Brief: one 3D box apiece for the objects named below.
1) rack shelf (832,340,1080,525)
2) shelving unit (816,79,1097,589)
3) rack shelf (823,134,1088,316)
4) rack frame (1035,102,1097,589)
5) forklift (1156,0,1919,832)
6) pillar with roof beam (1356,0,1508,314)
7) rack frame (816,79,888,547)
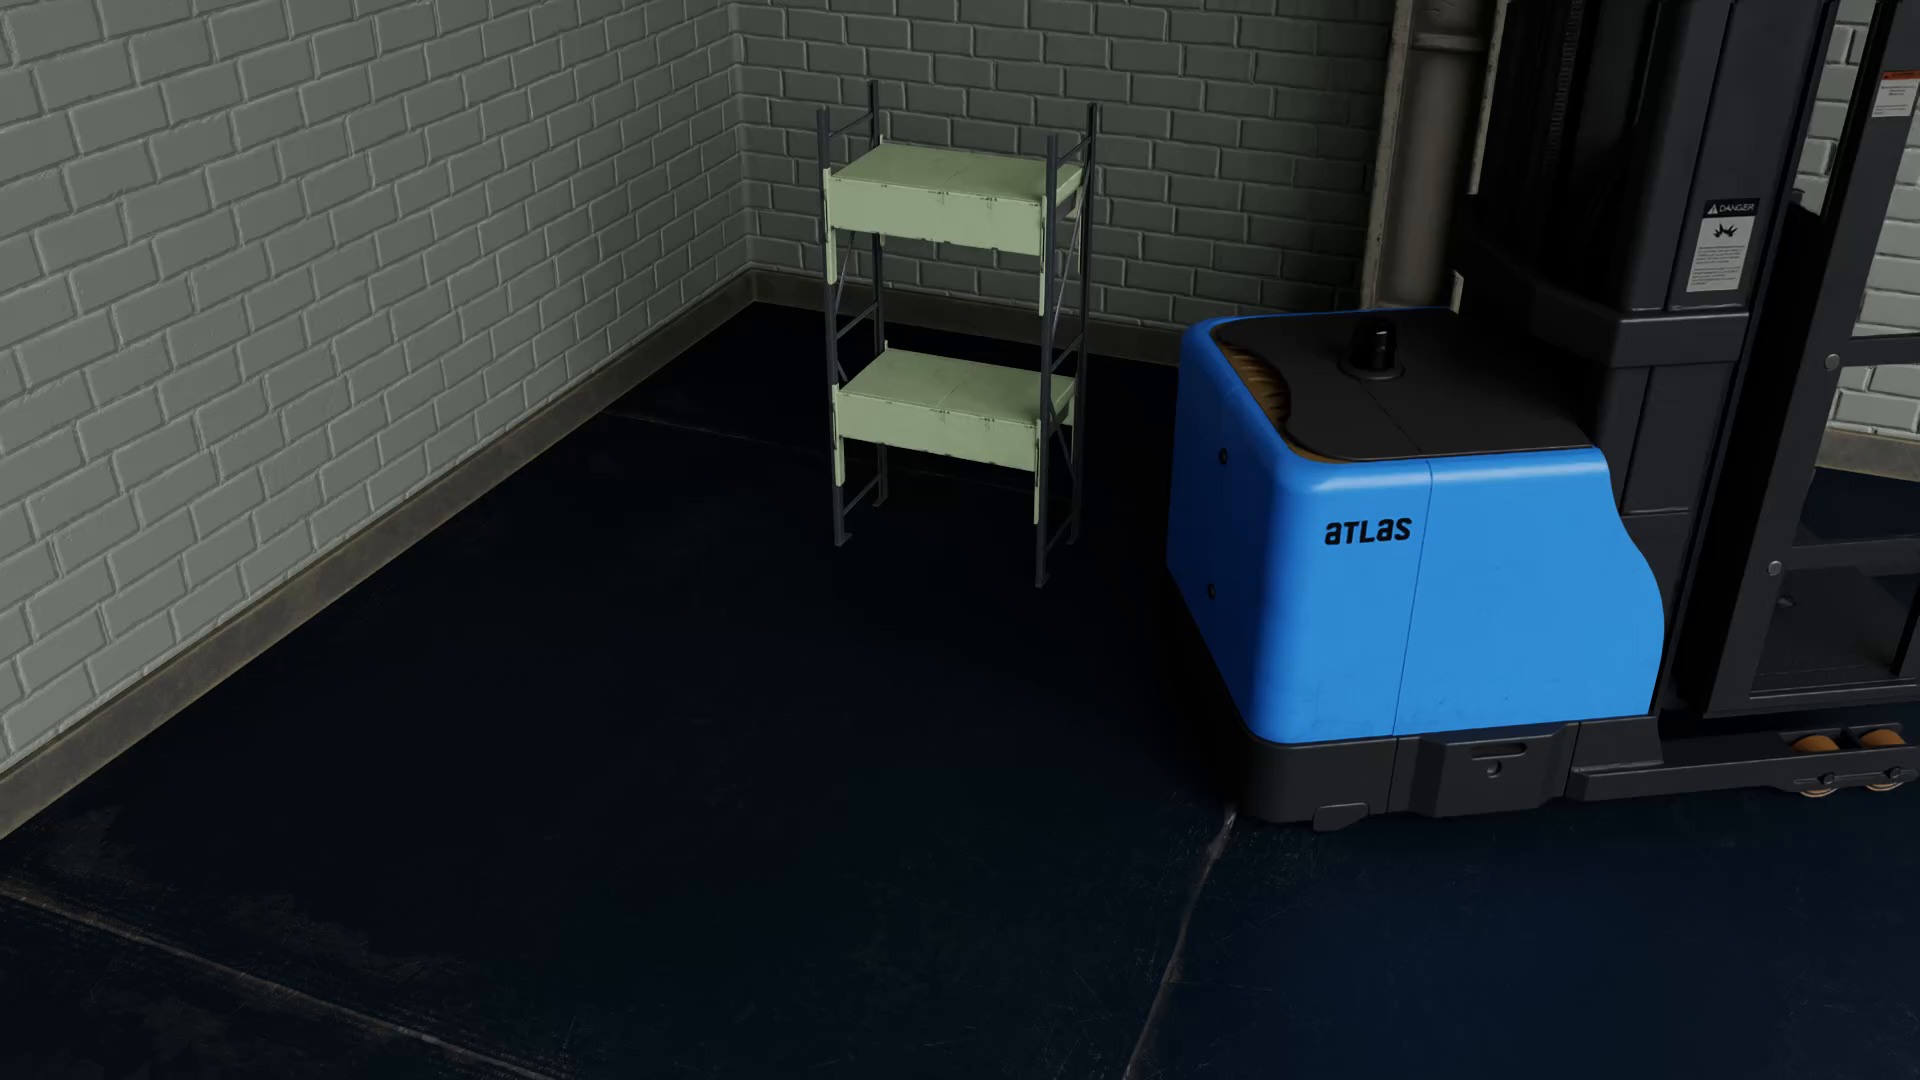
[{"bbox_3d":[-0.006,-0.370,5.544,0.720,0.370,0.431,11,31,19],"label":"rack shelf"},{"bbox_3d":[-0.006,-0.654,5.383,0.755,1.500,0.431,11,31,19],"label":"shelving unit"},{"bbox_3d":[-0.006,-0.994,5.191,0.720,0.370,0.431,11,31,19],"label":"rack shelf"},{"bbox_3d":[0.333,-0.586,5.263,0.023,1.500,0.400,11,31,19],"label":"rack frame"},{"bbox_3d":[2.164,-0.832,4.244,3.031,2.935,1.130,-4,30,-7],"label":"forklift"},{"bbox_3d":[0.137,-2.460,0.956,0.400,9.000,9.100,11,31,19],"label":"pillar with roof beam"},{"bbox_3d":[-0.345,-0.722,5.503,0.023,1.500,0.400,11,31,19],"label":"rack frame"}]
